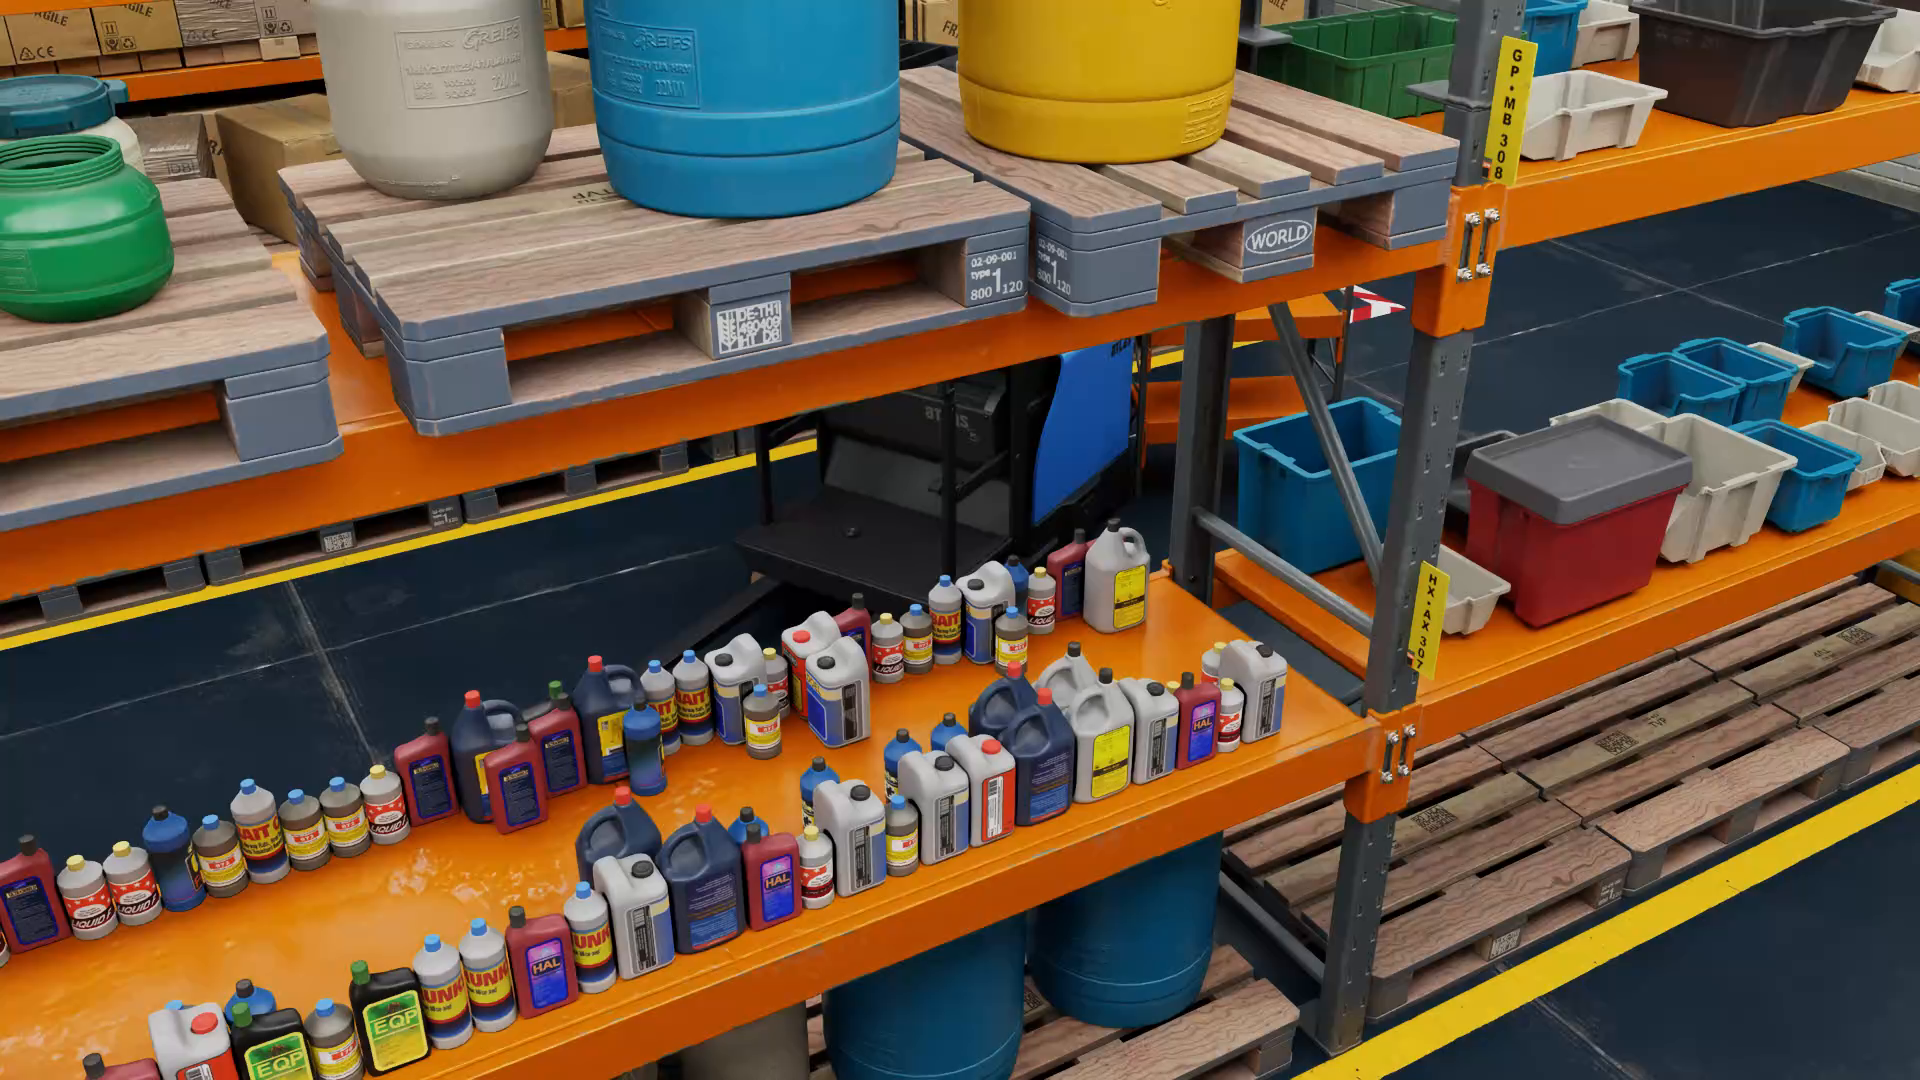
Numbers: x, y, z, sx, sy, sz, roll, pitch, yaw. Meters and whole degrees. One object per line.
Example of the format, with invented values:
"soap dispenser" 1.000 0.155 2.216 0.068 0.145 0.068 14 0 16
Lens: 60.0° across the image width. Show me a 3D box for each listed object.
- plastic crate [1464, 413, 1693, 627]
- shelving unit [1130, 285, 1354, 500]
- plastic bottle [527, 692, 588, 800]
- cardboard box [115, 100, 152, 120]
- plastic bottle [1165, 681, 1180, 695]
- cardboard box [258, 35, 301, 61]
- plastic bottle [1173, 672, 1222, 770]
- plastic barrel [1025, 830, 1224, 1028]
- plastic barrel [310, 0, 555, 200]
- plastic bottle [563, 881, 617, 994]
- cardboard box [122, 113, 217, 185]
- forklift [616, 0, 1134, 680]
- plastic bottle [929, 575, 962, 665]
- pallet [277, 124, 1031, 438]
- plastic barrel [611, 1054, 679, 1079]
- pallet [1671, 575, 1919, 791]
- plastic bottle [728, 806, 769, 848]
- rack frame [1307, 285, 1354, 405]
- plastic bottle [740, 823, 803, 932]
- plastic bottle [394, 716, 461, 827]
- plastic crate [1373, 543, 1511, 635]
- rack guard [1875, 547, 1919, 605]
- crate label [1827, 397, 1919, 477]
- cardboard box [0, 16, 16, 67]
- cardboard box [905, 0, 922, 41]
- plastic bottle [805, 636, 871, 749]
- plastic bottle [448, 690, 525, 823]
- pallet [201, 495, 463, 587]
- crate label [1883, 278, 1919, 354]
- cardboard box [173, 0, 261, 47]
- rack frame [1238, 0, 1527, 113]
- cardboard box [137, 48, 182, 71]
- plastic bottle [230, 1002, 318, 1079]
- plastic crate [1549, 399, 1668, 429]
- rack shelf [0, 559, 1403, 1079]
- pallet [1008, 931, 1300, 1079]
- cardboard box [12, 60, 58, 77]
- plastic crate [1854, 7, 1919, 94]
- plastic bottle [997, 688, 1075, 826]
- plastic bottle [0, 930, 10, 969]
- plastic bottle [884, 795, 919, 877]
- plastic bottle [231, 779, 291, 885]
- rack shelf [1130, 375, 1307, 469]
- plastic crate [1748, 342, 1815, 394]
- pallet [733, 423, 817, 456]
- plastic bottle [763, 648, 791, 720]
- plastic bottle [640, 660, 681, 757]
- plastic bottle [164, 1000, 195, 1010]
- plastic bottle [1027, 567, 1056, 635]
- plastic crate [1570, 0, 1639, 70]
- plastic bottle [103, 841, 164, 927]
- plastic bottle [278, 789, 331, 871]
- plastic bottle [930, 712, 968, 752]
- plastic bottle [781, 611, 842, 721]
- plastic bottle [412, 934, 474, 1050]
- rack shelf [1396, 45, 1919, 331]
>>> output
"plastic crate" 1.875 -0.059 5.124 0.583 0.464 0.402 -16 33 -26
"shelving unit" 1.394 -0.850 8.626 1.048 1.125 0.538 -3 29 -6
"plastic bottle" -1.047 0.531 4.305 0.133 0.283 0.061 -16 33 -26
"cardboard box" -6.031 -2.618 11.680 0.750 0.750 0.750 -16 33 -27
"plastic bottle" 0.570 0.475 4.491 0.097 0.201 0.097 0 29 0
"cardboard box" -4.839 -3.510 11.746 0.250 0.149 0.380 -16 33 -26
"plastic bottle" 0.626 0.467 4.419 0.133 0.283 0.061 -16 33 -26
"plastic barrel" 0.501 0.970 5.124 0.708 0.901 0.600 -16 33 -26
"plastic barrel" -1.018 -0.965 3.214 0.433 0.535 0.433 0 29 0
"plastic bottle" -0.824 0.874 3.695 0.097 0.271 0.097 0 29 0
"cardboard box" -3.606 -1.549 7.414 0.500 0.500 0.700 -10 30 -17
"forklift" -0.328 -1.027 7.078 1.130 2.935 3.031 17 33 27
"plastic bottle" -0.043 0.227 4.867 0.097 0.271 0.097 0 29 0
"pallet" -0.624 -0.610 3.341 1.213 0.211 1.003 -16 33 -26
"plastic barrel" -1.084 1.557 4.385 0.708 0.588 0.600 -16 33 -26
"pallet" 3.696 0.537 7.059 1.213 0.211 1.003 -16 33 -26
"plastic bottle" -0.495 0.747 3.926 0.097 0.271 0.097 0 29 0
"rack frame" 1.899 -0.880 8.680 0.032 1.125 0.500 -3 29 -6
"plastic bottle" -0.440 0.770 3.871 0.133 0.283 0.061 -16 33 -26
"plastic bottle" -1.352 0.583 4.210 0.133 0.283 0.061 -16 33 -26
"plastic crate" 1.452 0.144 5.095 0.243 0.136 0.396 -16 33 -26
"rack guard" 4.441 0.213 7.346 0.348 0.500 1.175 -16 33 -26
"crate label" 3.331 -0.362 6.013 0.243 0.136 0.396 -16 33 -26
"cardboard box" -6.485 -3.358 10.798 0.500 0.500 0.500 -15 32 -25
"cardboard box" -0.535 -2.561 8.648 0.500 0.500 0.500 -17 33 -28
"plastic bottle" -0.335 0.408 4.534 0.135 0.276 0.152 -16 33 -26
"plastic bottle" -1.194 0.532 4.232 0.185 0.351 0.144 -16 33 -26
"pallet" -3.263 -0.219 8.428 1.213 0.211 1.003 -16 33 -26
"crate label" 4.047 -0.899 6.886 0.303 0.233 0.416 -16 33 -26
"cardboard box" -5.183 -3.734 11.479 0.500 0.500 0.500 -16 33 -26
"rack frame" 0.978 -2.517 3.498 0.127 3.000 1.000 -16 33 -26
"cardboard box" -5.541 -3.363 11.478 0.250 0.149 0.380 -15 32 -25
"plastic bottle" -1.396 1.041 3.379 0.133 0.283 0.061 -16 33 -26
"plastic crate" 2.327 -0.353 5.996 0.466 0.136 0.293 -16 33 -26
"rack shelf" -0.746 0.914 4.234 4.000 0.370 1.077 -16 33 -26
"pallet" 0.292 1.502 5.310 1.213 0.211 1.003 -16 33 -26
"cardboard box" -6.221 -3.189 11.164 0.250 0.149 0.380 -15 32 -25
"plastic crate" 2.771 -1.458 4.957 0.530 0.136 0.437 -16 33 -26
"plastic bottle" 0.192 0.538 4.222 0.185 0.351 0.144 -16 33 -26
"plastic bottle" -2.229 0.878 3.760 0.097 0.201 0.097 0 29 0
"plastic bottle" -0.150 0.713 4.059 0.097 0.201 0.097 0 29 0
"plastic bottle" -1.694 0.696 4.018 0.097 0.271 0.097 0 29 0
"rack shelf" 1.394 -0.636 8.744 1.000 0.278 0.538 -3 29 -6
"plastic crate" 3.144 -0.647 6.529 0.298 0.136 0.250 -16 33 -26
"pallet" -0.935 -0.902 9.666 1.213 0.211 1.003 -16 33 -26
"plastic bottle" -0.526 0.395 4.636 0.097 0.201 0.097 0 29 0
"plastic bottle" -0.810 0.445 4.473 0.097 0.271 0.097 0 29 0
"plastic bottle" -1.614 1.044 3.460 0.097 0.201 0.097 0 29 0
"plastic bottle" 0.241 0.177 5.030 0.097 0.201 0.097 0 29 0
"plastic crate" 1.882 -1.558 5.138 0.466 0.136 0.293 -16 33 -26
"plastic bottle" -1.946 0.798 3.905 0.097 0.201 0.097 0 29 0
"plastic bottle" -1.610 0.703 4.078 0.097 0.201 0.097 0 29 0
"plastic bottle" -0.027 0.562 4.260 0.097 0.271 0.097 0 29 0
"plastic bottle" -0.412 0.345 4.649 0.135 0.276 0.152 -16 33 -26
"plastic bottle" -1.107 0.954 3.549 0.097 0.271 0.097 0 29 0
"rack shelf" 2.703 -1.378 5.283 4.000 0.370 1.077 -16 33 -26
